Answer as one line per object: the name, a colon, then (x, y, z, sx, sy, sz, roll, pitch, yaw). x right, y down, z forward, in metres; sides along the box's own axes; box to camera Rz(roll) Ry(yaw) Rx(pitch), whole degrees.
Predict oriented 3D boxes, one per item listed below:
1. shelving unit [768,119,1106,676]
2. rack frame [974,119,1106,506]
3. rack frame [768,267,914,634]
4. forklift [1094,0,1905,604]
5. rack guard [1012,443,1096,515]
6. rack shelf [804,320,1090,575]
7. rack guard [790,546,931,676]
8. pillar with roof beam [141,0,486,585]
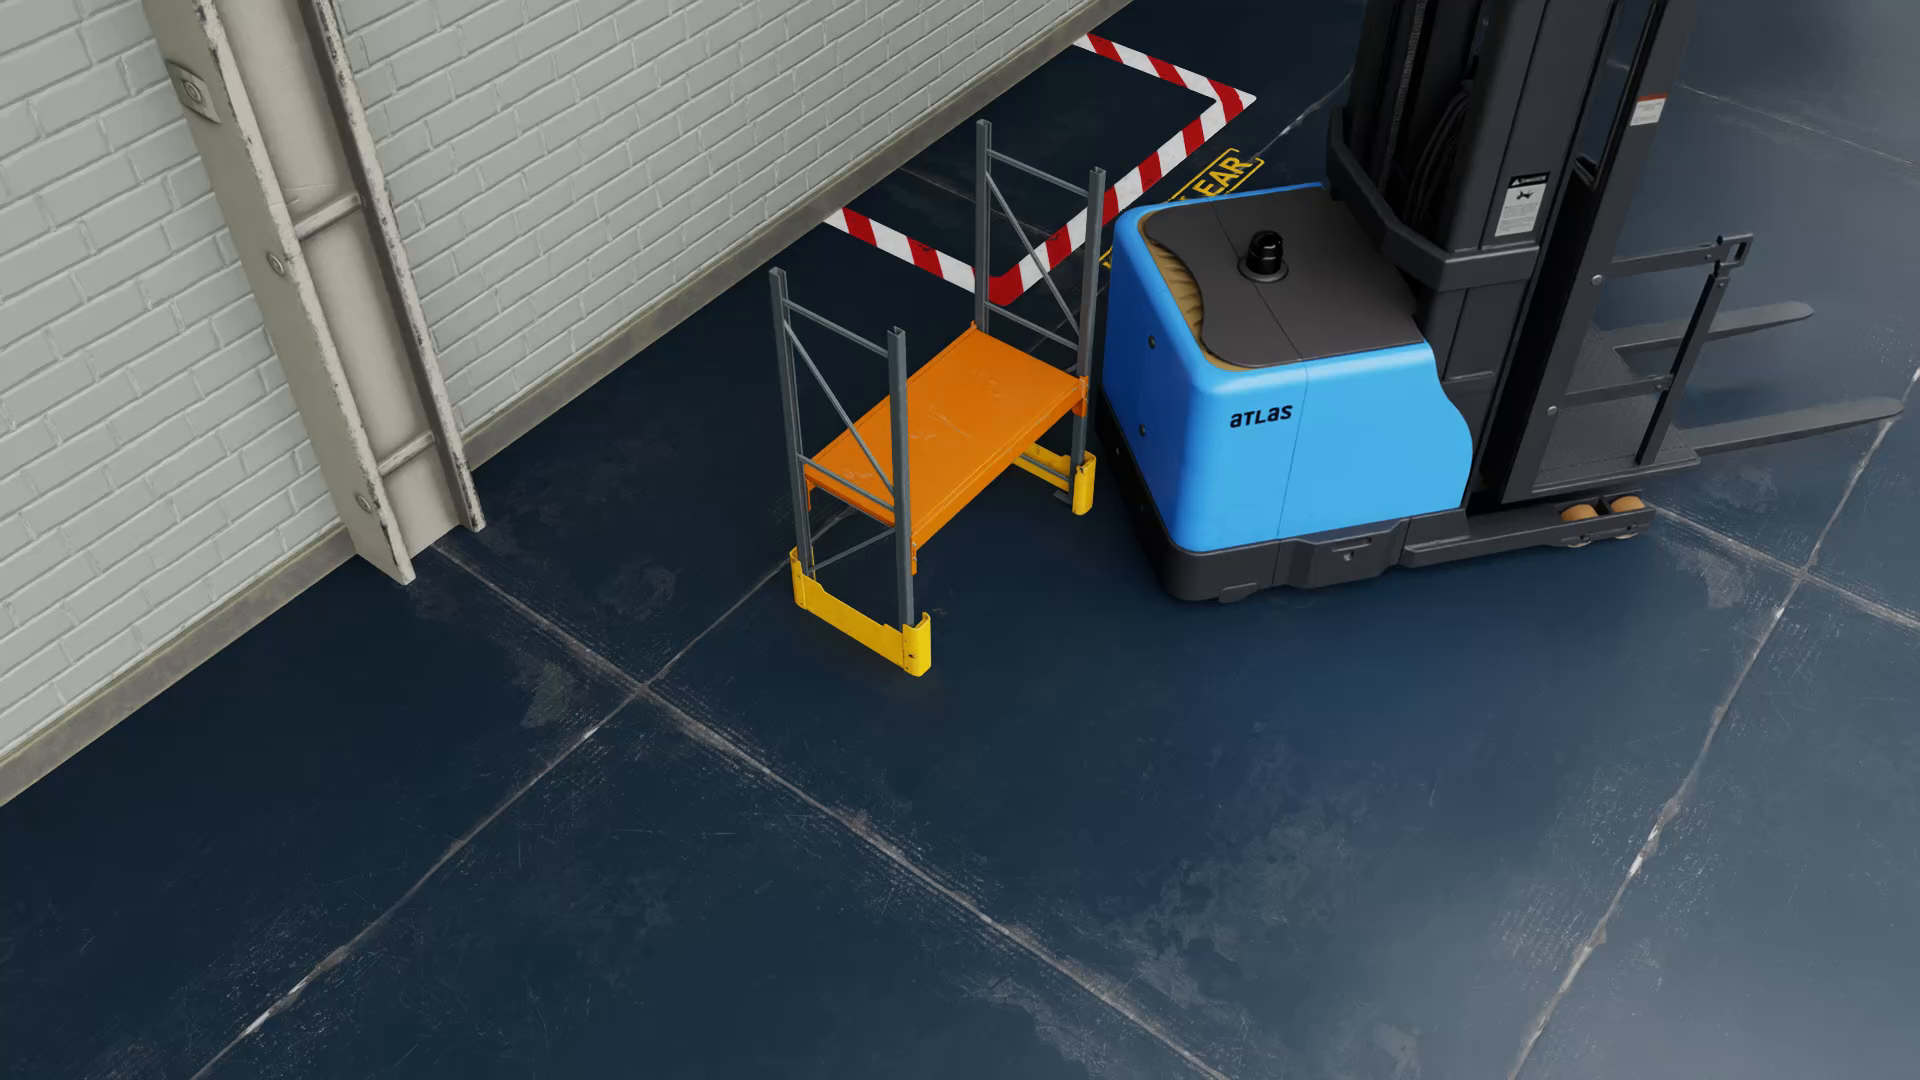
shelving unit: (-0.047, -0.474, 5.666, 0.587, 1.500, 1.083, 29, 53, 25)
rack frame: (0.259, -0.760, 5.939, 0.500, 1.500, 0.032, 29, 53, 25)
rack frame: (-0.363, -0.178, 5.383, 0.500, 1.500, 0.032, 29, 53, 25)
forklift: (2.105, -1.349, 5.511, 3.031, 2.935, 1.130, -10, 47, -9)
rack guard: (0.258, -0.328, 6.390, 0.587, 0.250, 0.087, 29, 53, 25)
rack shelf: (-0.052, -0.345, 5.791, 0.538, 0.185, 1.000, 29, 53, 25)
rack guard: (-0.351, 0.242, 5.846, 0.587, 0.250, 0.087, 29, 53, 25)
pillar with roof beam: (1.372, -1.218, 1.191, 9.100, 9.000, 0.400, 29, 53, 25)
